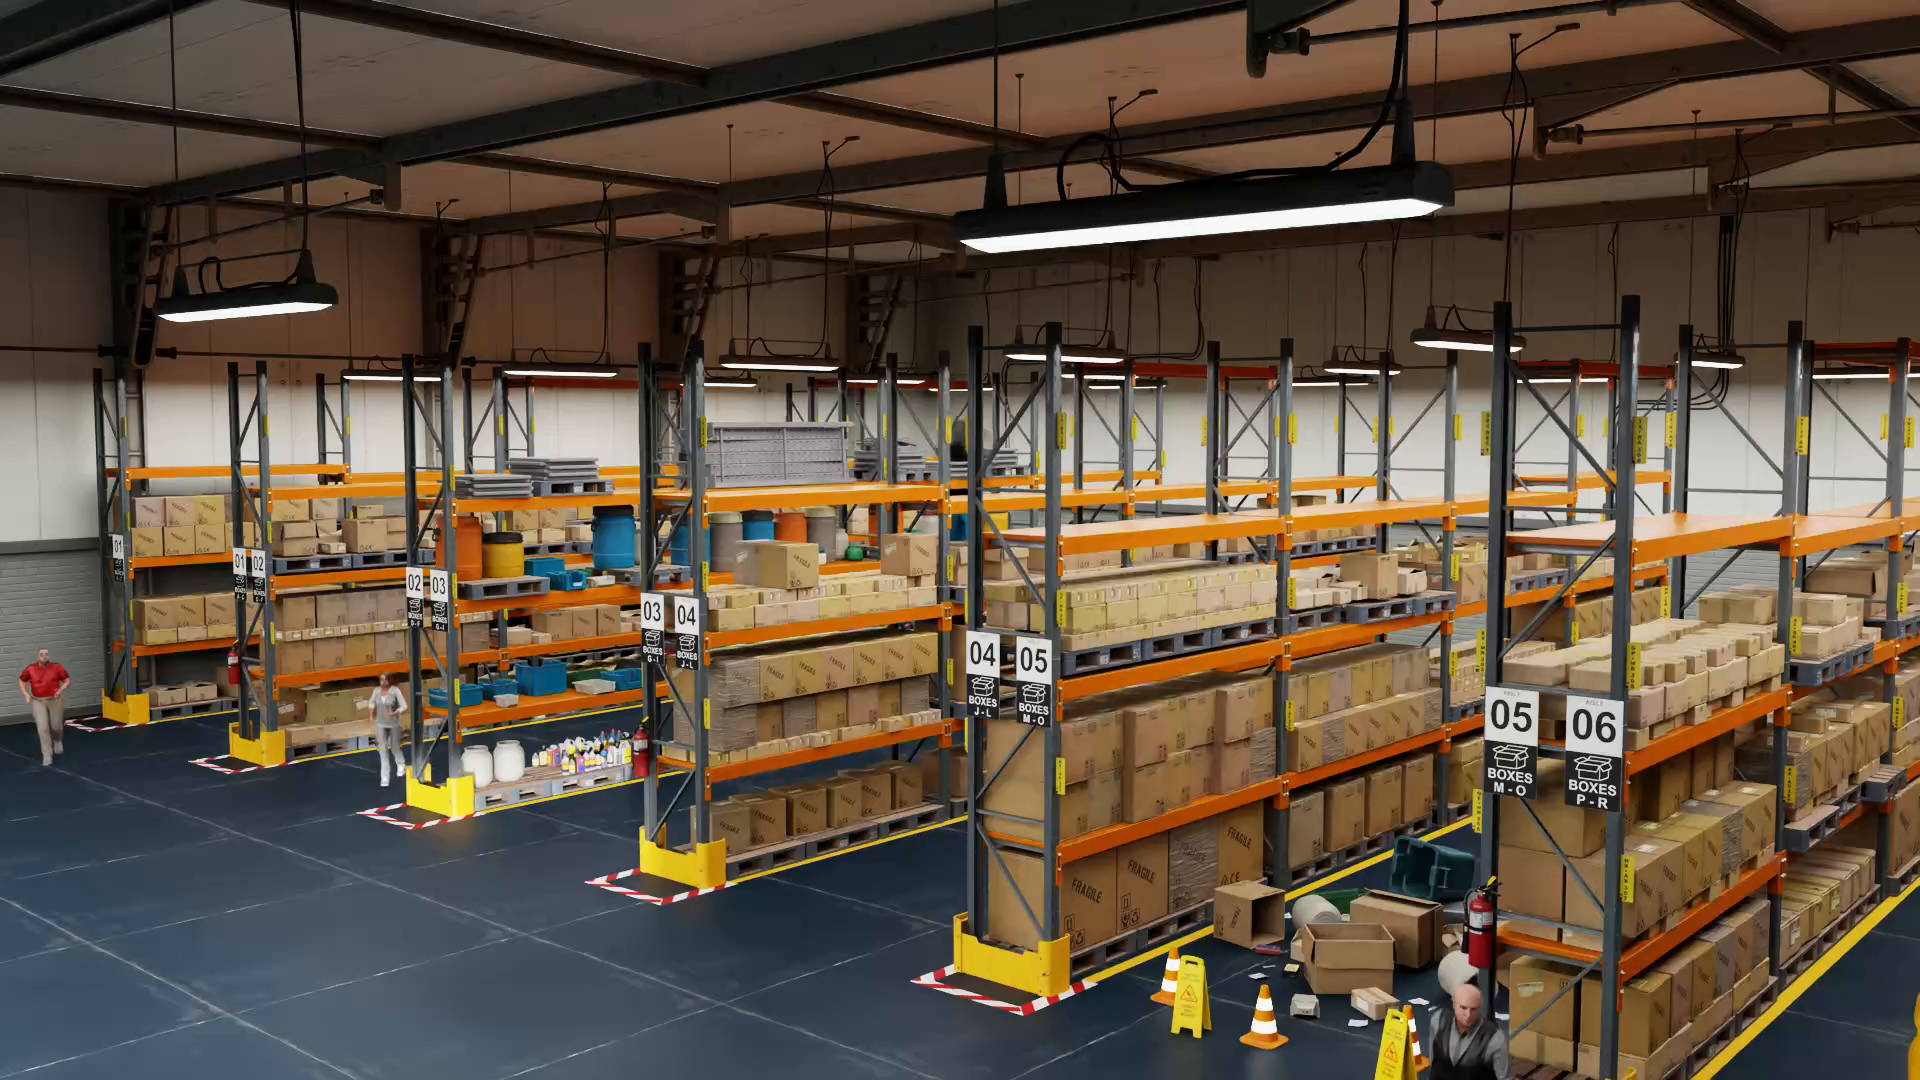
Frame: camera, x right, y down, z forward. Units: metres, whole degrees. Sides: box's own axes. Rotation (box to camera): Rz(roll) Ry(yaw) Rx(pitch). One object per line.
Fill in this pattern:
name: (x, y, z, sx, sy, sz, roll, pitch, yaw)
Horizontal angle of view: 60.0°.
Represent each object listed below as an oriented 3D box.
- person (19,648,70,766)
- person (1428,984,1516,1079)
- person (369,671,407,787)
person: (-13.767, 2.475, 25.033, 0.682, 1.733, 0.806, -2, 5, -29)
person: (3.169, 3.560, 10.409, 0.644, 1.673, 0.720, 3, 5, 33)
person: (-8.066, 2.629, 23.435, 0.548, 1.572, 0.827, -1, 4, -7)
